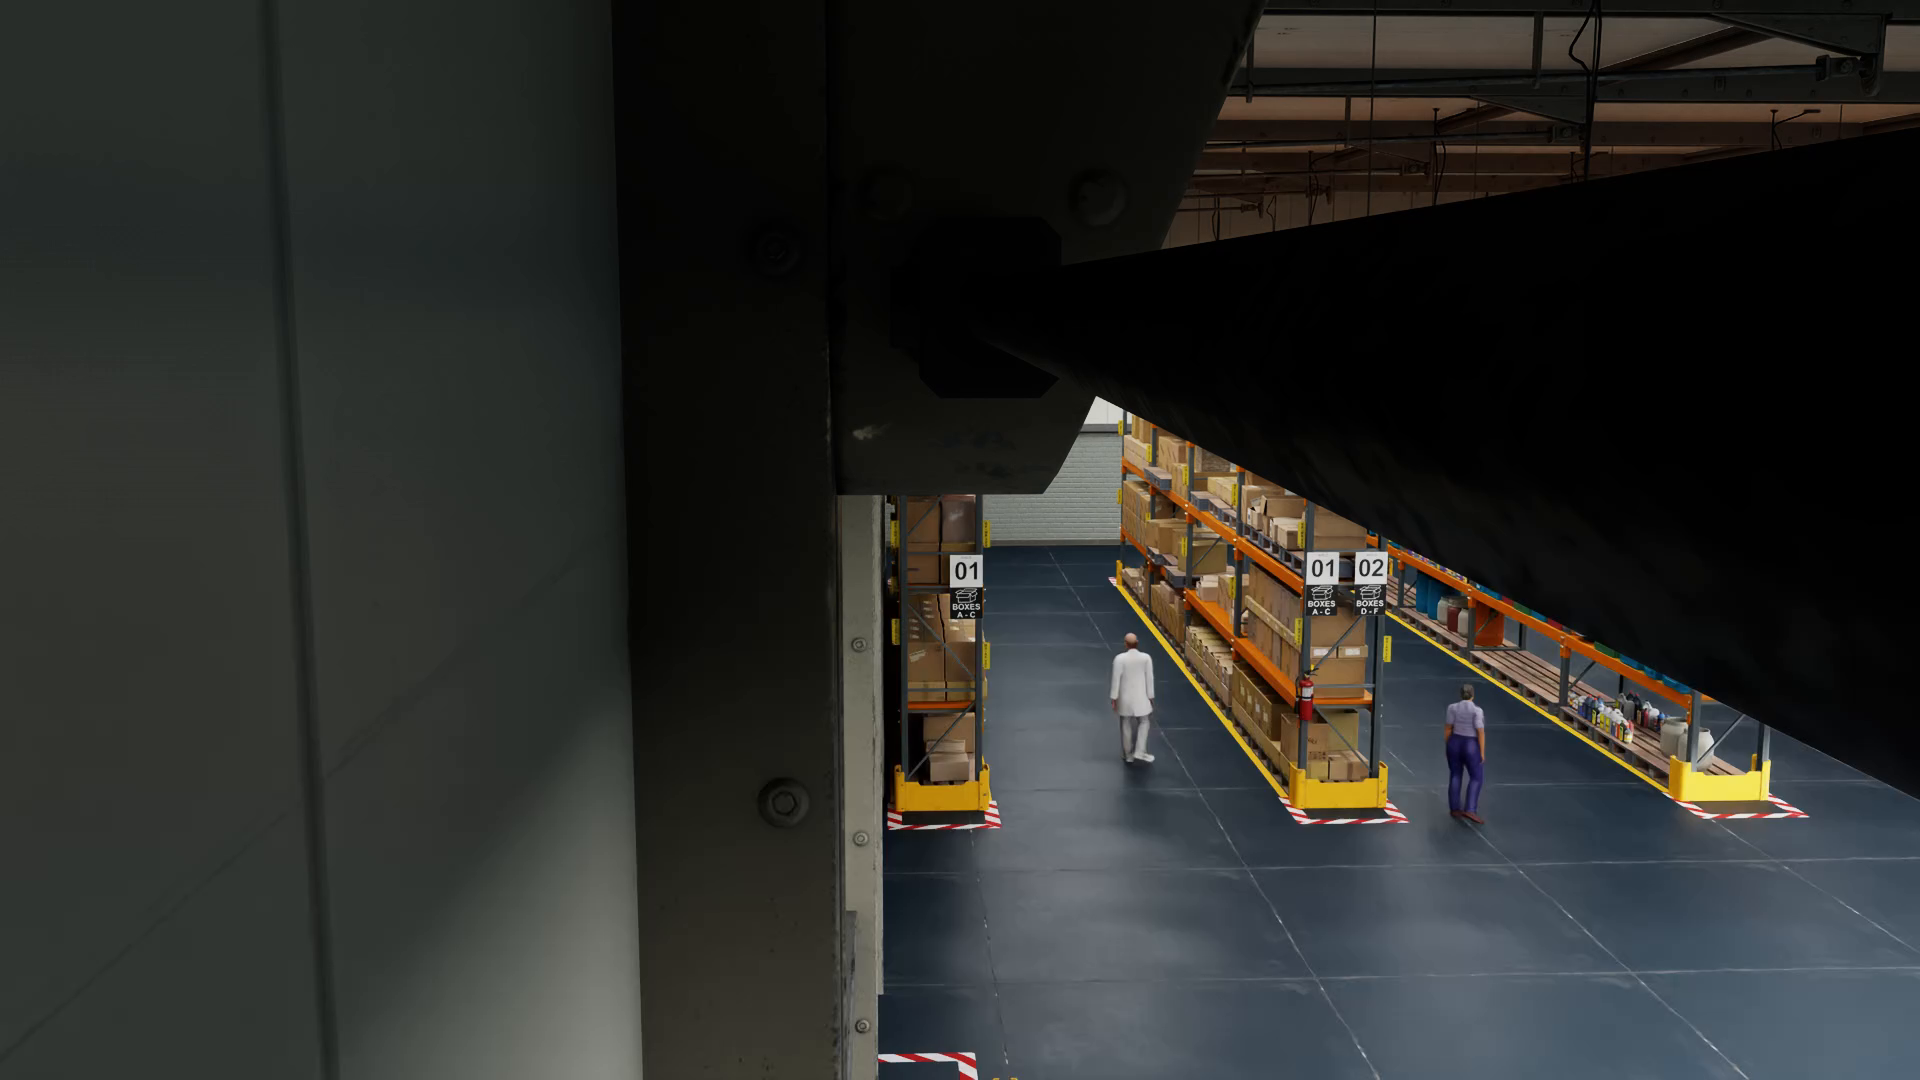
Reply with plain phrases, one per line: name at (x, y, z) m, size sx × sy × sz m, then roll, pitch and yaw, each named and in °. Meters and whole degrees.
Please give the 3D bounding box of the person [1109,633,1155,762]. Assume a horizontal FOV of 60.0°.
person at (2.332, 2.195, 22.568) m, size 0.617 × 1.675 × 0.593 m, roll 0°, pitch 8°, yaw -2°

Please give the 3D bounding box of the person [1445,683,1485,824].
person at (6.135, 2.583, 20.168) m, size 0.577 × 1.687 × 0.456 m, roll 7°, pitch 11°, yaw 39°
